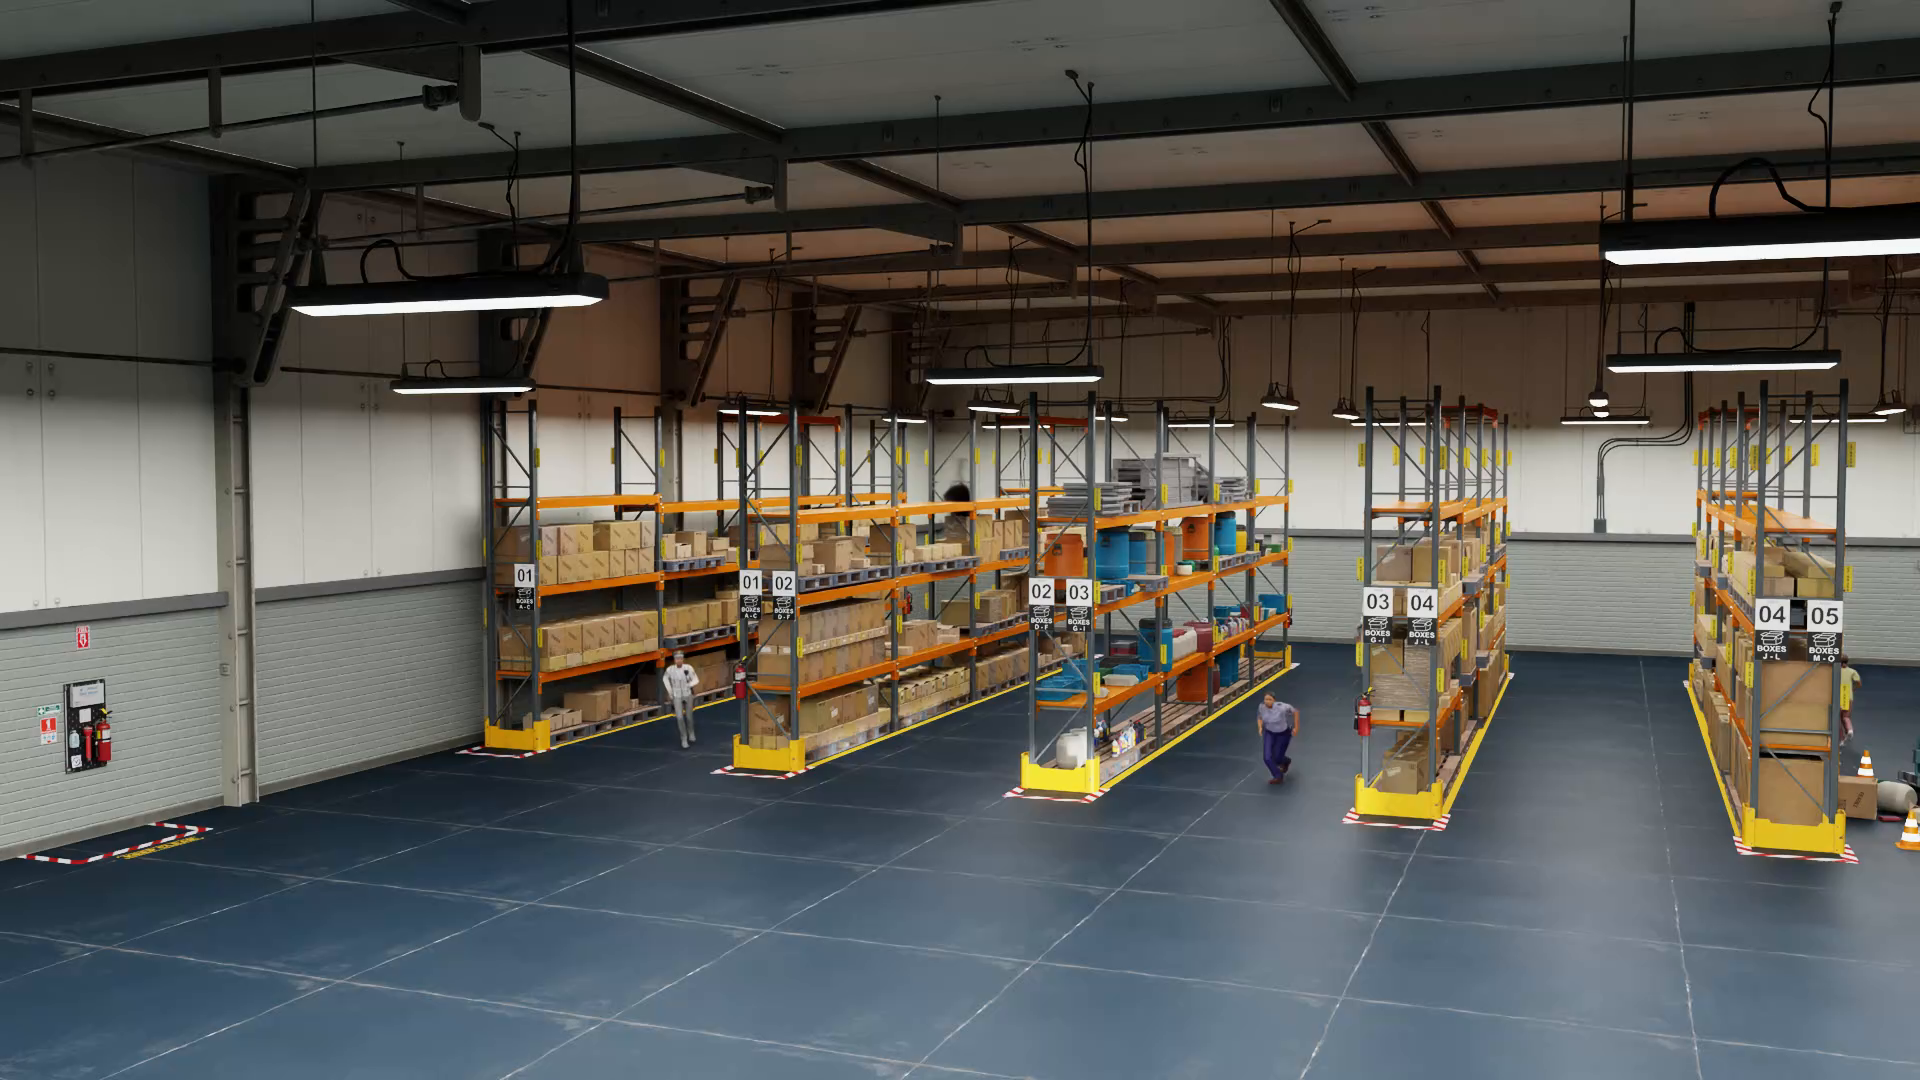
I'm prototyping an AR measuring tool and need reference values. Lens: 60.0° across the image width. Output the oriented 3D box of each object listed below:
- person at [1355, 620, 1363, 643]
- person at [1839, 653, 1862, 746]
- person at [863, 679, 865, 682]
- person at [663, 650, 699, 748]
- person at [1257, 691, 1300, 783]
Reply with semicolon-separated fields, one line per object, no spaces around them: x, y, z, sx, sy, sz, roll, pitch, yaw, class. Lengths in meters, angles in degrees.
9.099;2.342;36.813;0.633;1.700;0.729;0;3;5;person
15.328;2.785;28.808;0.562;1.613;0.644;1;3;15;person
-2.154;2.522;33.898;0.761;1.642;0.624;-2;3;-34;person
-4.841;2.728;28.879;0.613;1.665;0.831;-1;3;-12;person
4.867;3.013;25.415;0.625;1.484;0.797;2;3;33;person
